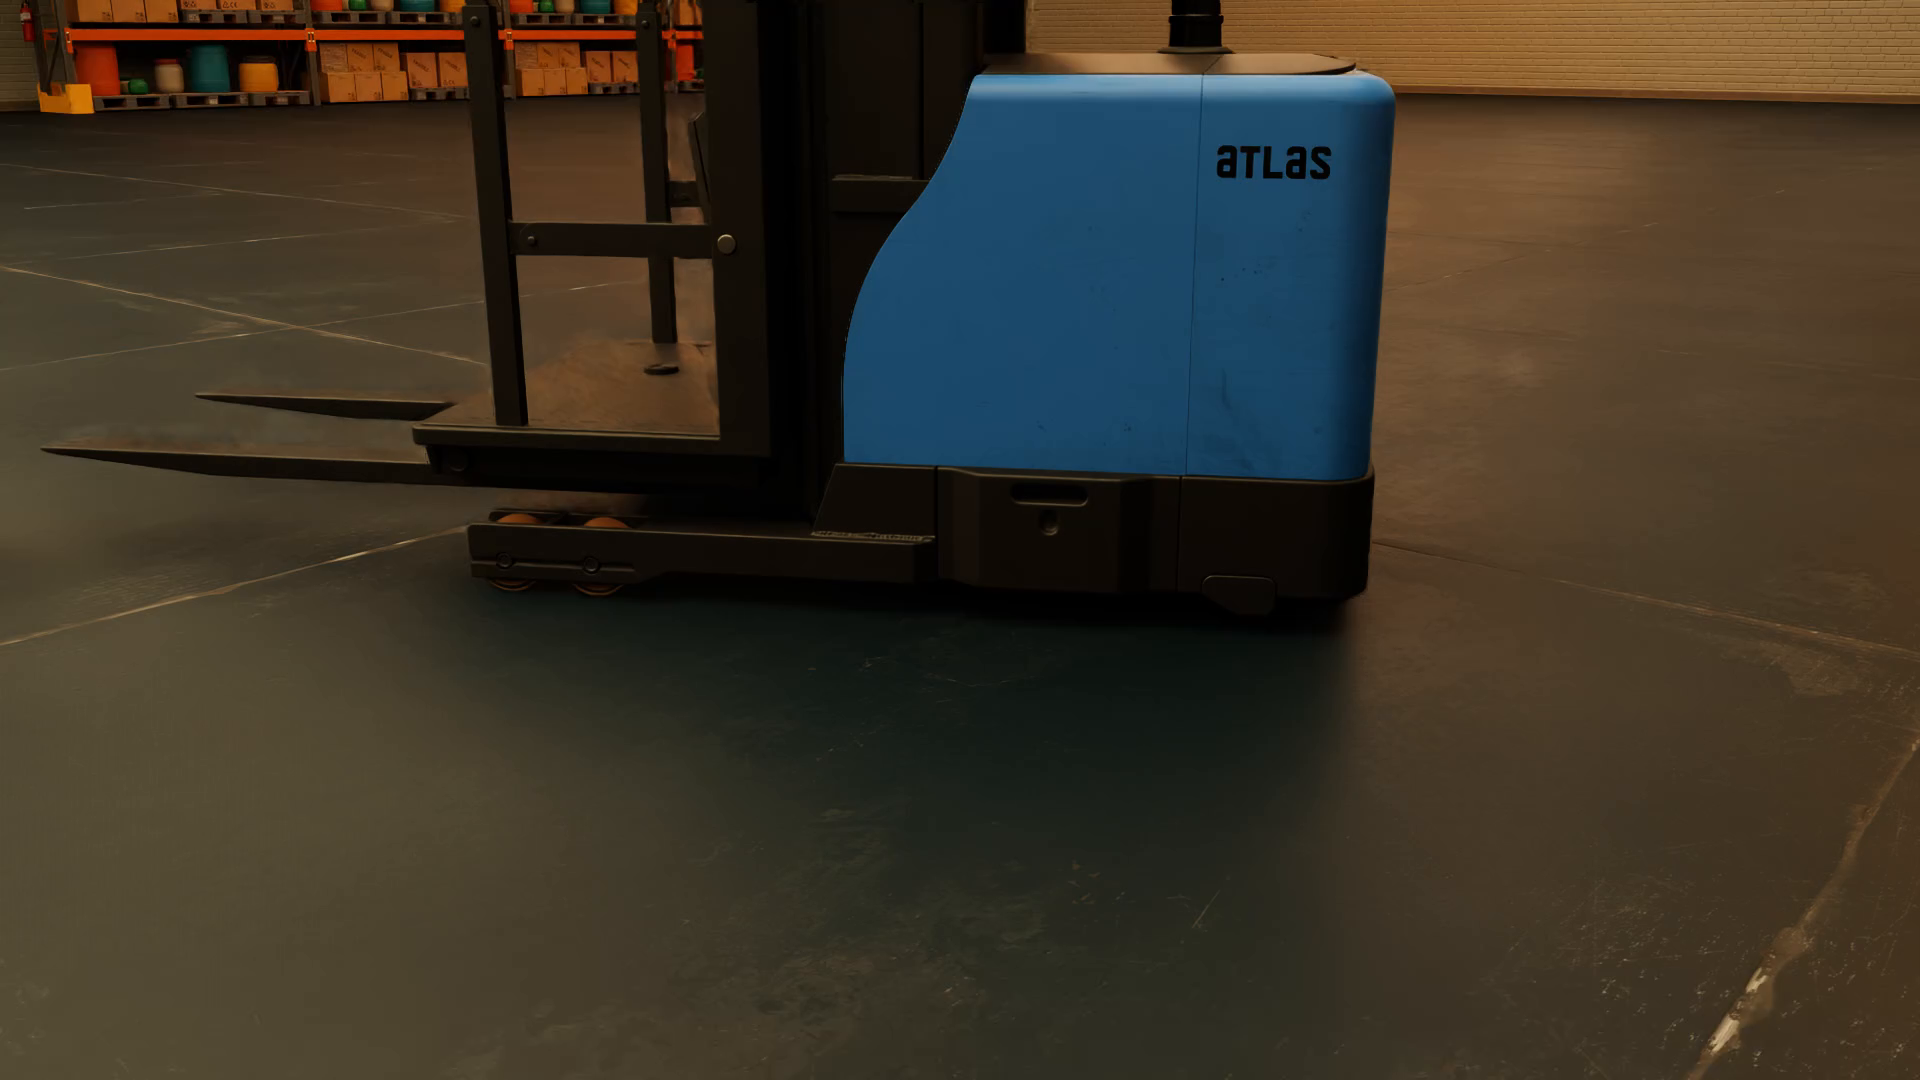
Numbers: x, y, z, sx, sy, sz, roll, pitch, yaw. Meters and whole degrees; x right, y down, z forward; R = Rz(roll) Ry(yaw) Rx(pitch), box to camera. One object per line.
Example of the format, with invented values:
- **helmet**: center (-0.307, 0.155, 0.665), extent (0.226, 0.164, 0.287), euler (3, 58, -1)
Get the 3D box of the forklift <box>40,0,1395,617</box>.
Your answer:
- **forklift**: center (-0.603, -1.430, 3.608), extent (3.031, 2.935, 1.130), euler (3, 17, 9)
